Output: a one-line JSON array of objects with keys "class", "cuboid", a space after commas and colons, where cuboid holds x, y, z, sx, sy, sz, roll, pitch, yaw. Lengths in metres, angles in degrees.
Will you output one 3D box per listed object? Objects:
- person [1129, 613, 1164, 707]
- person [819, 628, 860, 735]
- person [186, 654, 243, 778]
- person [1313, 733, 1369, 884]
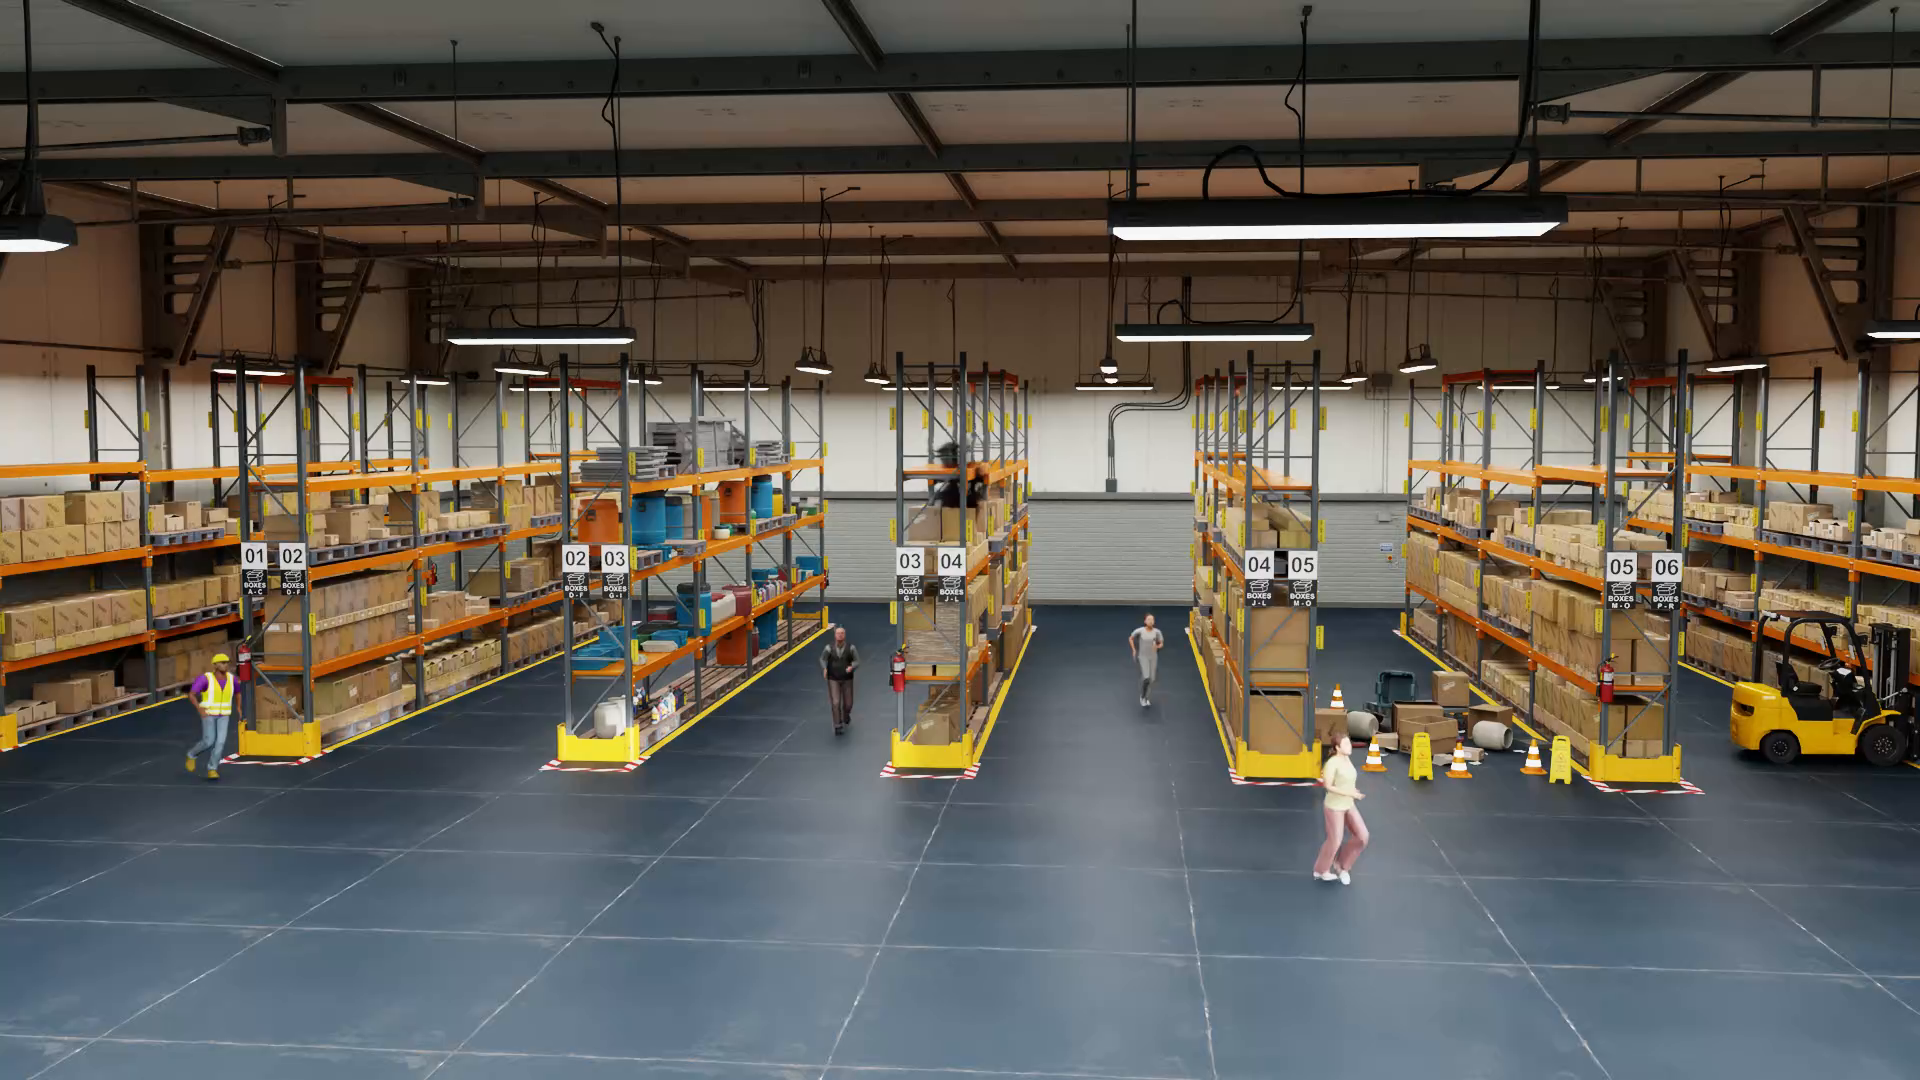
[{"class": "person", "cuboid": [3.289, 2.095, 29.083, 0.552, 1.639, 0.613, -1, 4, -10]}, {"class": "person", "cuboid": [-1.939, 2.257, 26.803, 0.667, 1.686, 0.779, 0, 4, -5]}, {"class": "person", "cuboid": [-10.529, 2.474, 23.589, 0.721, 1.712, 0.744, 3, 5, 40]}, {"class": "person", "cuboid": [4.123, 2.906, 17.926, 0.605, 1.678, 0.647, -4, 6, -43]}]
